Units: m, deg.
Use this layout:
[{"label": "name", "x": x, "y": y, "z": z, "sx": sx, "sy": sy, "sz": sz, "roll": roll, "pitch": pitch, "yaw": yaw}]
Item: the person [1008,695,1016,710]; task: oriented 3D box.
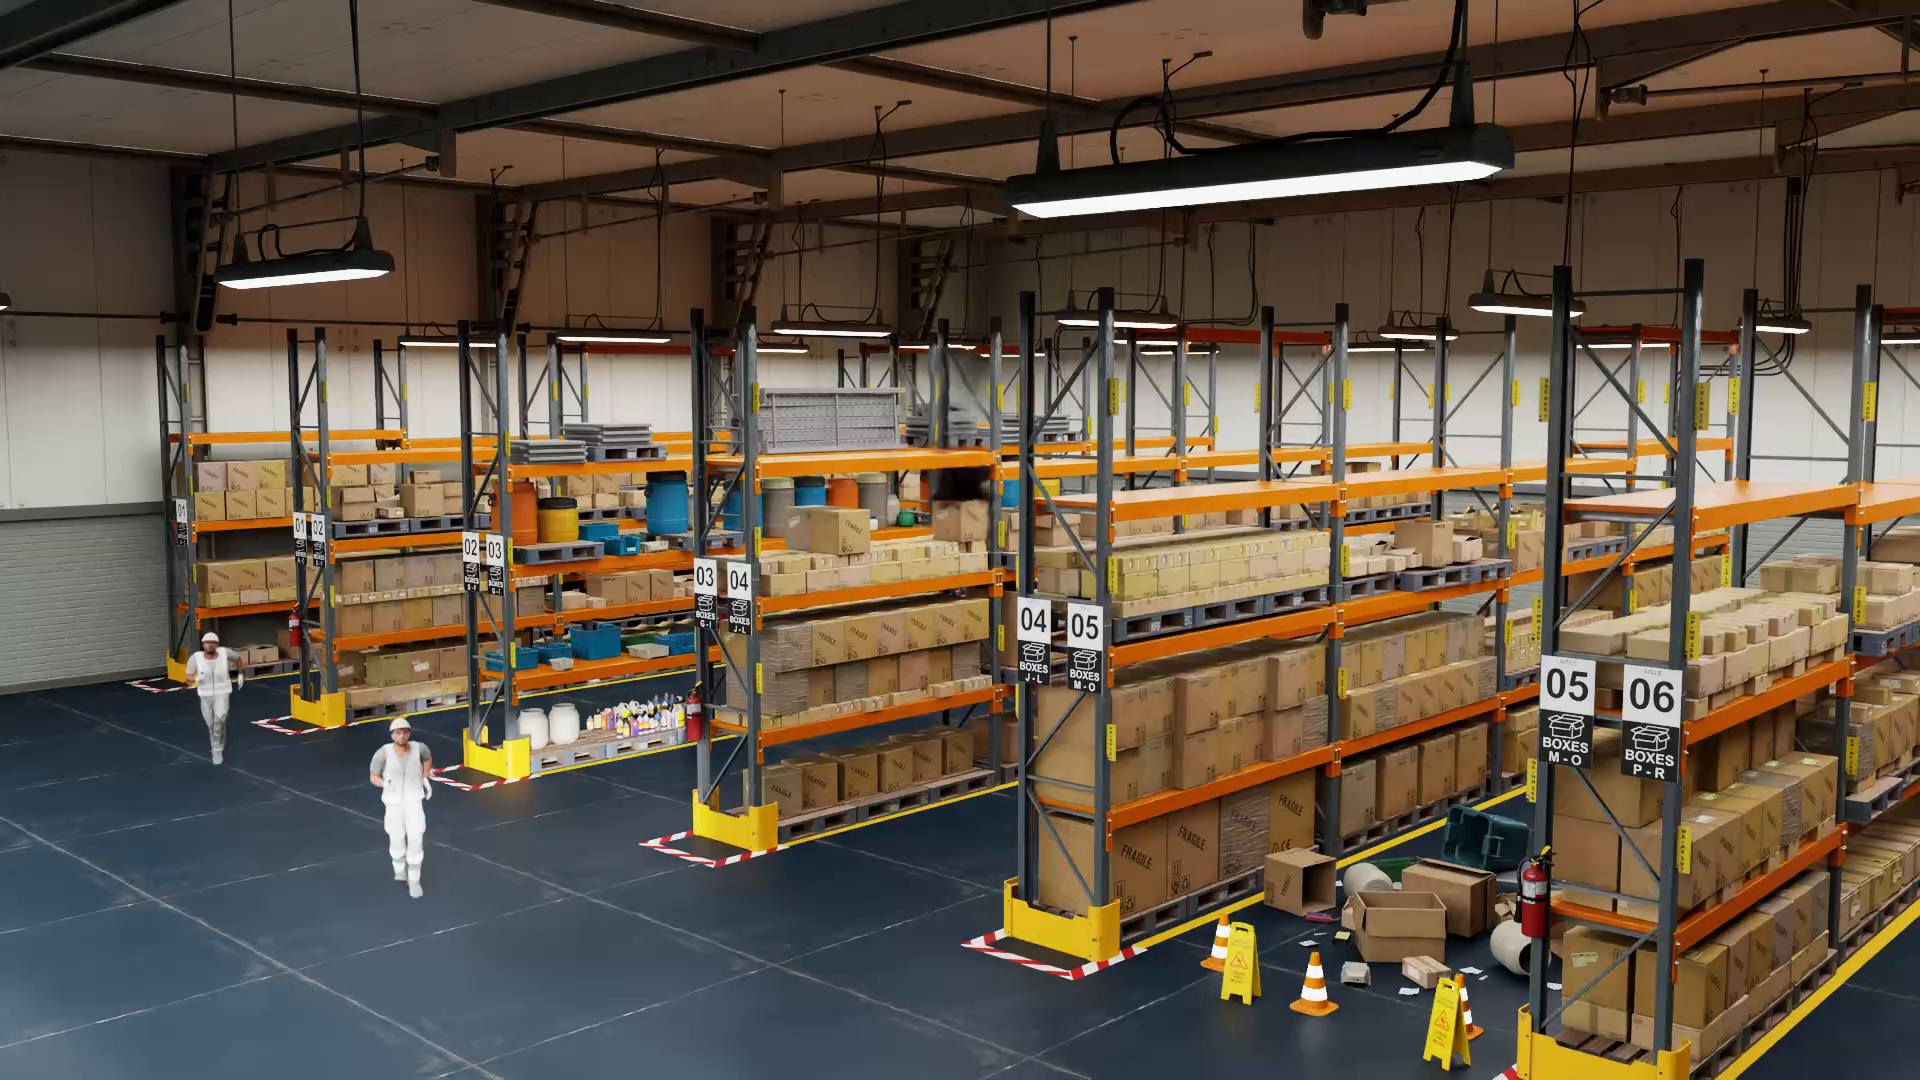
[{"label": "person", "x": 0.869, "y": 1.898, "z": 25.647, "sx": 0.714, "sy": 1.733, "sz": 0.791, "roll": 4, "pitch": 7, "yaw": 36}]

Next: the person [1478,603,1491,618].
[{"label": "person", "x": 8.607, "y": 1.831, "z": 27.240, "sx": 0.556, "sy": 1.601, "sz": 0.800, "roll": 5, "pitch": 7, "yaw": 42}]

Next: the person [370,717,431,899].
[{"label": "person", "x": -5.666, "y": 2.695, "z": 16.886, "sx": 0.588, "sy": 1.831, "sz": 0.835, "roll": -2, "pitch": 6, "yaw": -17}]

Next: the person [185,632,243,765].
[{"label": "person", "x": -10.219, "y": 2.146, "z": 22.800, "sx": 0.710, "sy": 1.813, "sz": 0.863, "roll": -2, "pitch": 6, "yaw": -20}]
